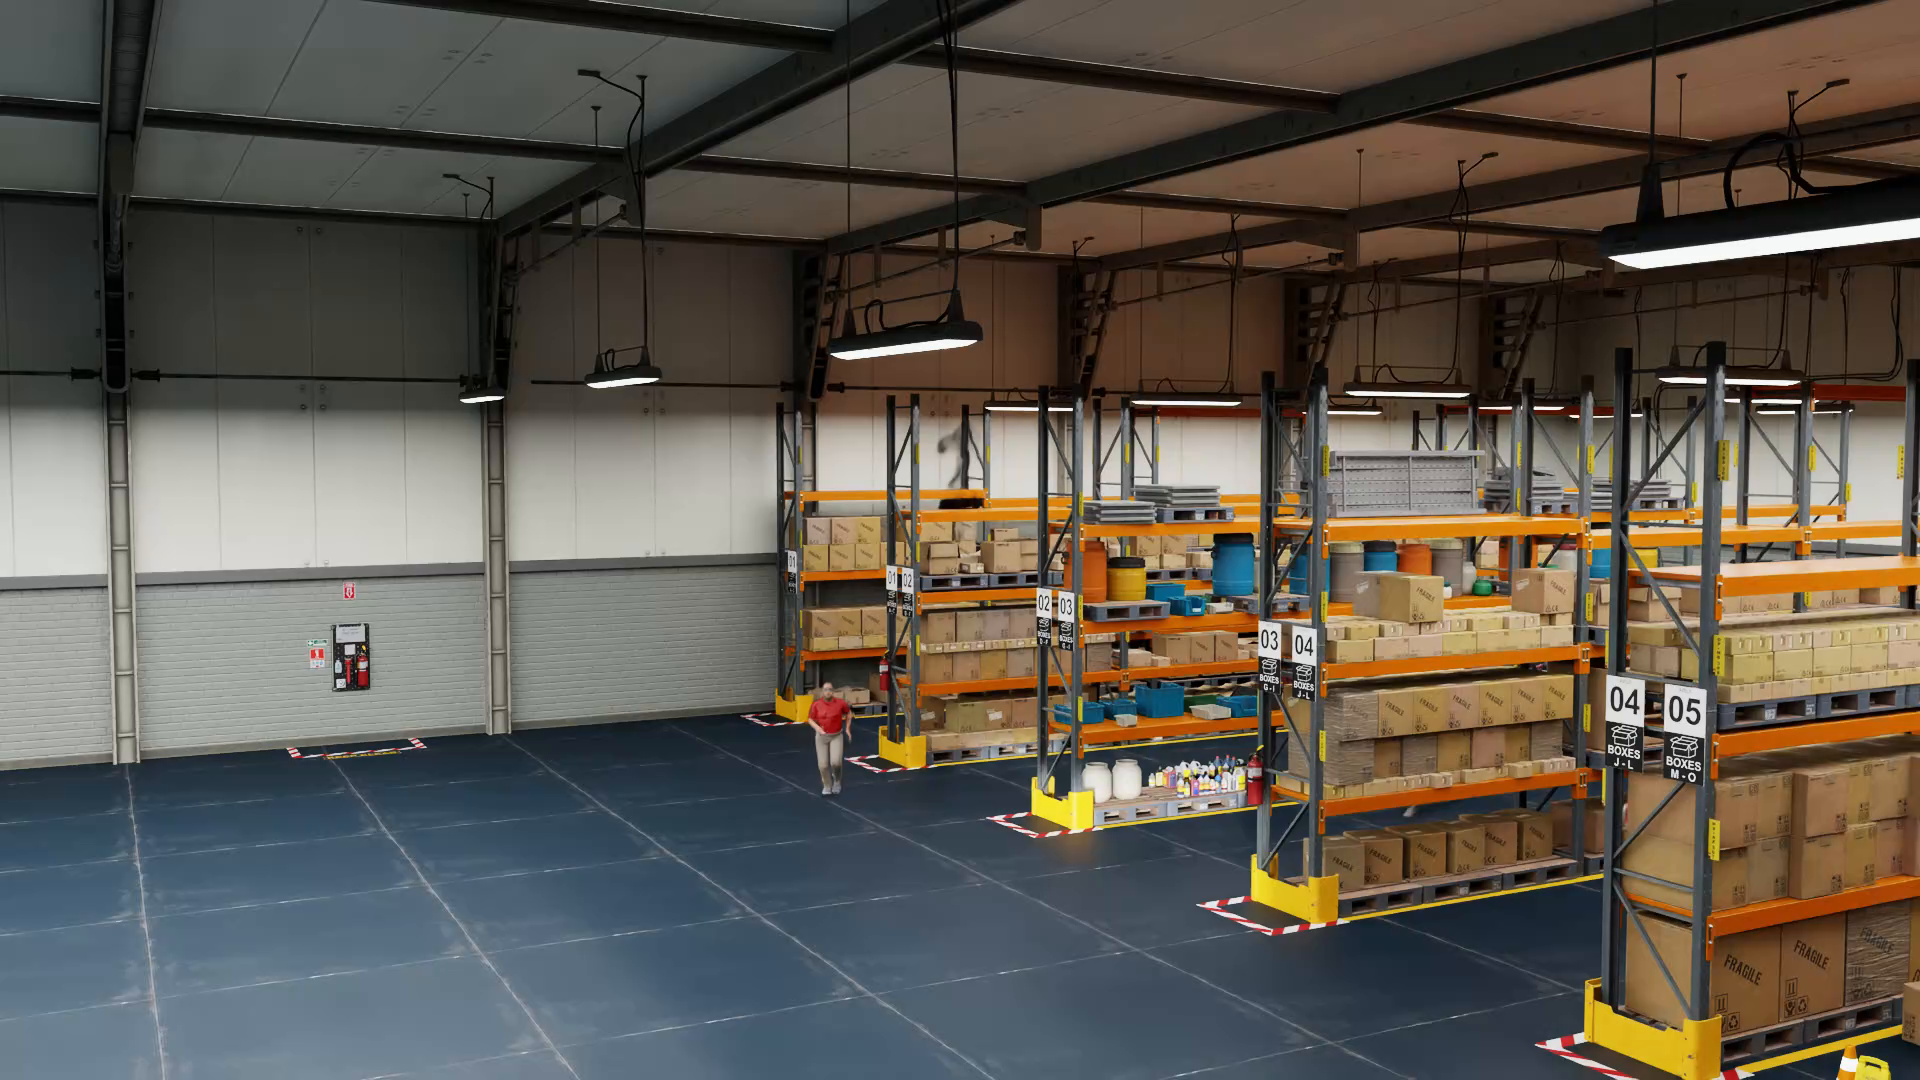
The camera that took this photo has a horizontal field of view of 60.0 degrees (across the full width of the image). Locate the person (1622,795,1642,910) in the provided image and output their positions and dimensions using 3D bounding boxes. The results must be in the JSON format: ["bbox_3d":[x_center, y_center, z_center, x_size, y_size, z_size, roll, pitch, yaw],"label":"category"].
[{"bbox_3d":[7.240,3.353,17.395,0.704,1.731,1.056,3,4,42],"label":"person"}]

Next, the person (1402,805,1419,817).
[{"bbox_3d":[6.542,3.026,23.490,0.703,1.720,1.025,3,4,38],"label":"person"}]

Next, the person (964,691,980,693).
[{"bbox_3d":[0.136,2.662,29.467,0.567,1.667,0.560,-2,4,-29],"label":"person"}]

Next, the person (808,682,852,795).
[{"bbox_3d":[-1.914,2.929,24.422,0.642,1.683,0.729,0,3,-3],"label":"person"}]
